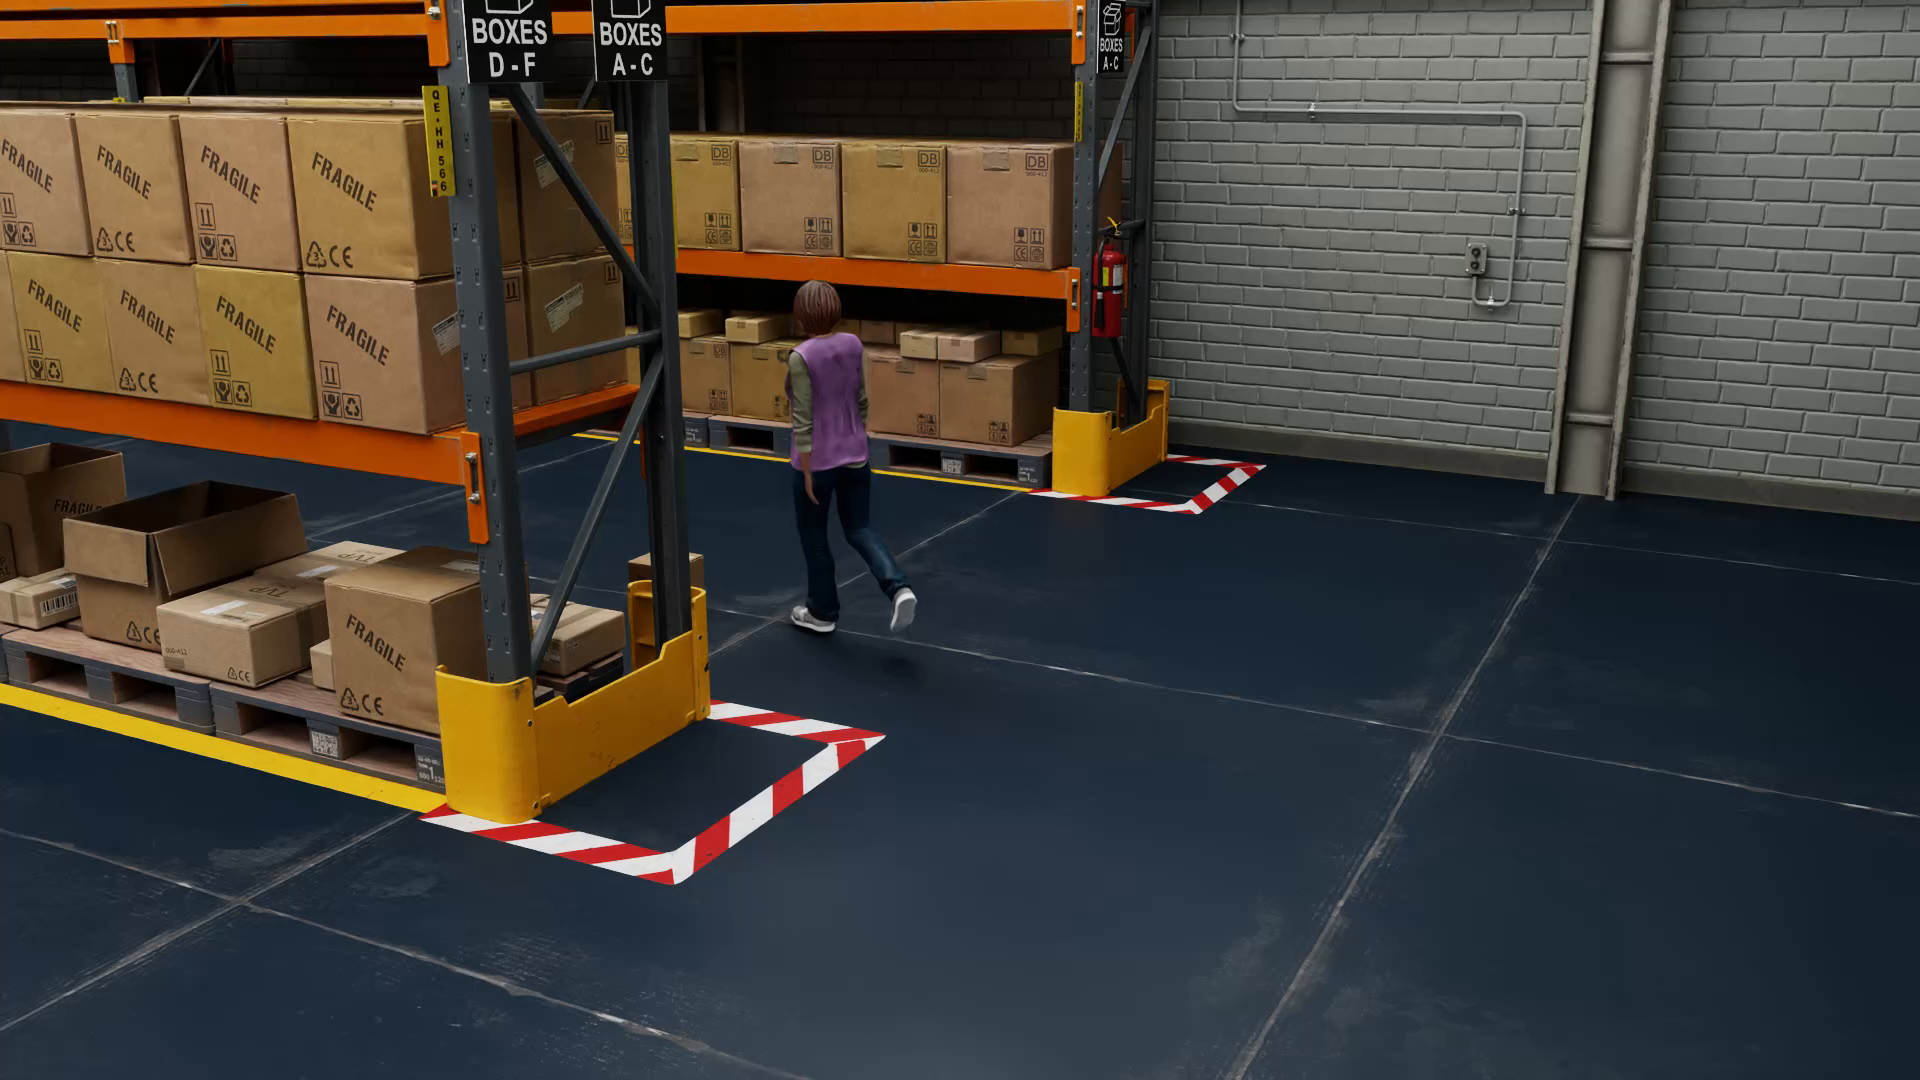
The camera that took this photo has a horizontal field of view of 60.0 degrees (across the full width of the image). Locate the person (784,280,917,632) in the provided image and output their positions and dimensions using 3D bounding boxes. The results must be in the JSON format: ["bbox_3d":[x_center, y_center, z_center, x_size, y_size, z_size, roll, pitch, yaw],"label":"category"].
[{"bbox_3d":[-0.523,-0.308,7.116,0.418,1.566,0.764,-13,20,-37],"label":"person"}]
